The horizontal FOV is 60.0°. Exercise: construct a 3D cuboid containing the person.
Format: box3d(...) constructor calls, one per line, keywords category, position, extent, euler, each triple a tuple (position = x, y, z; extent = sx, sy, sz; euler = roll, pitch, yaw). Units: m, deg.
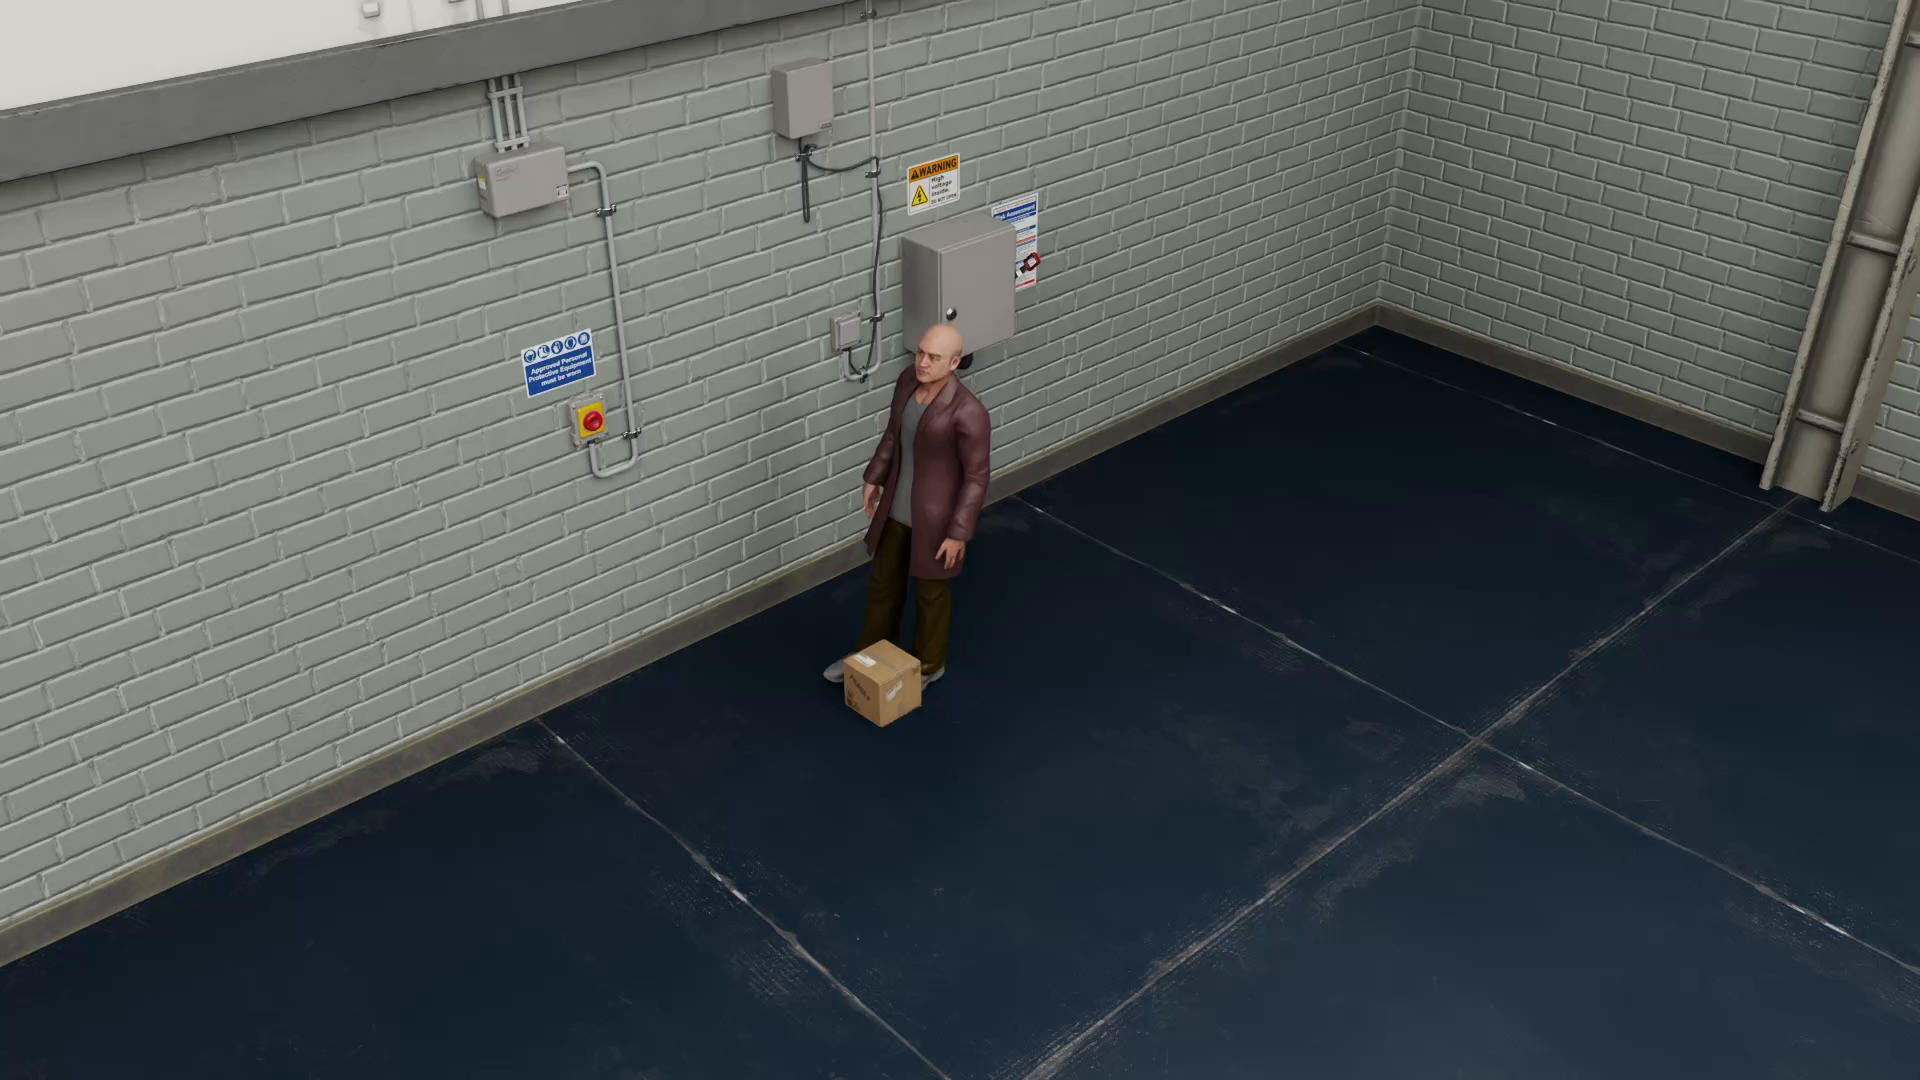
box3d(category="person", position=(-0.229, -0.088, 7.275), extent=(0.582, 1.775, 0.697), euler=(-26, 40, -35))
